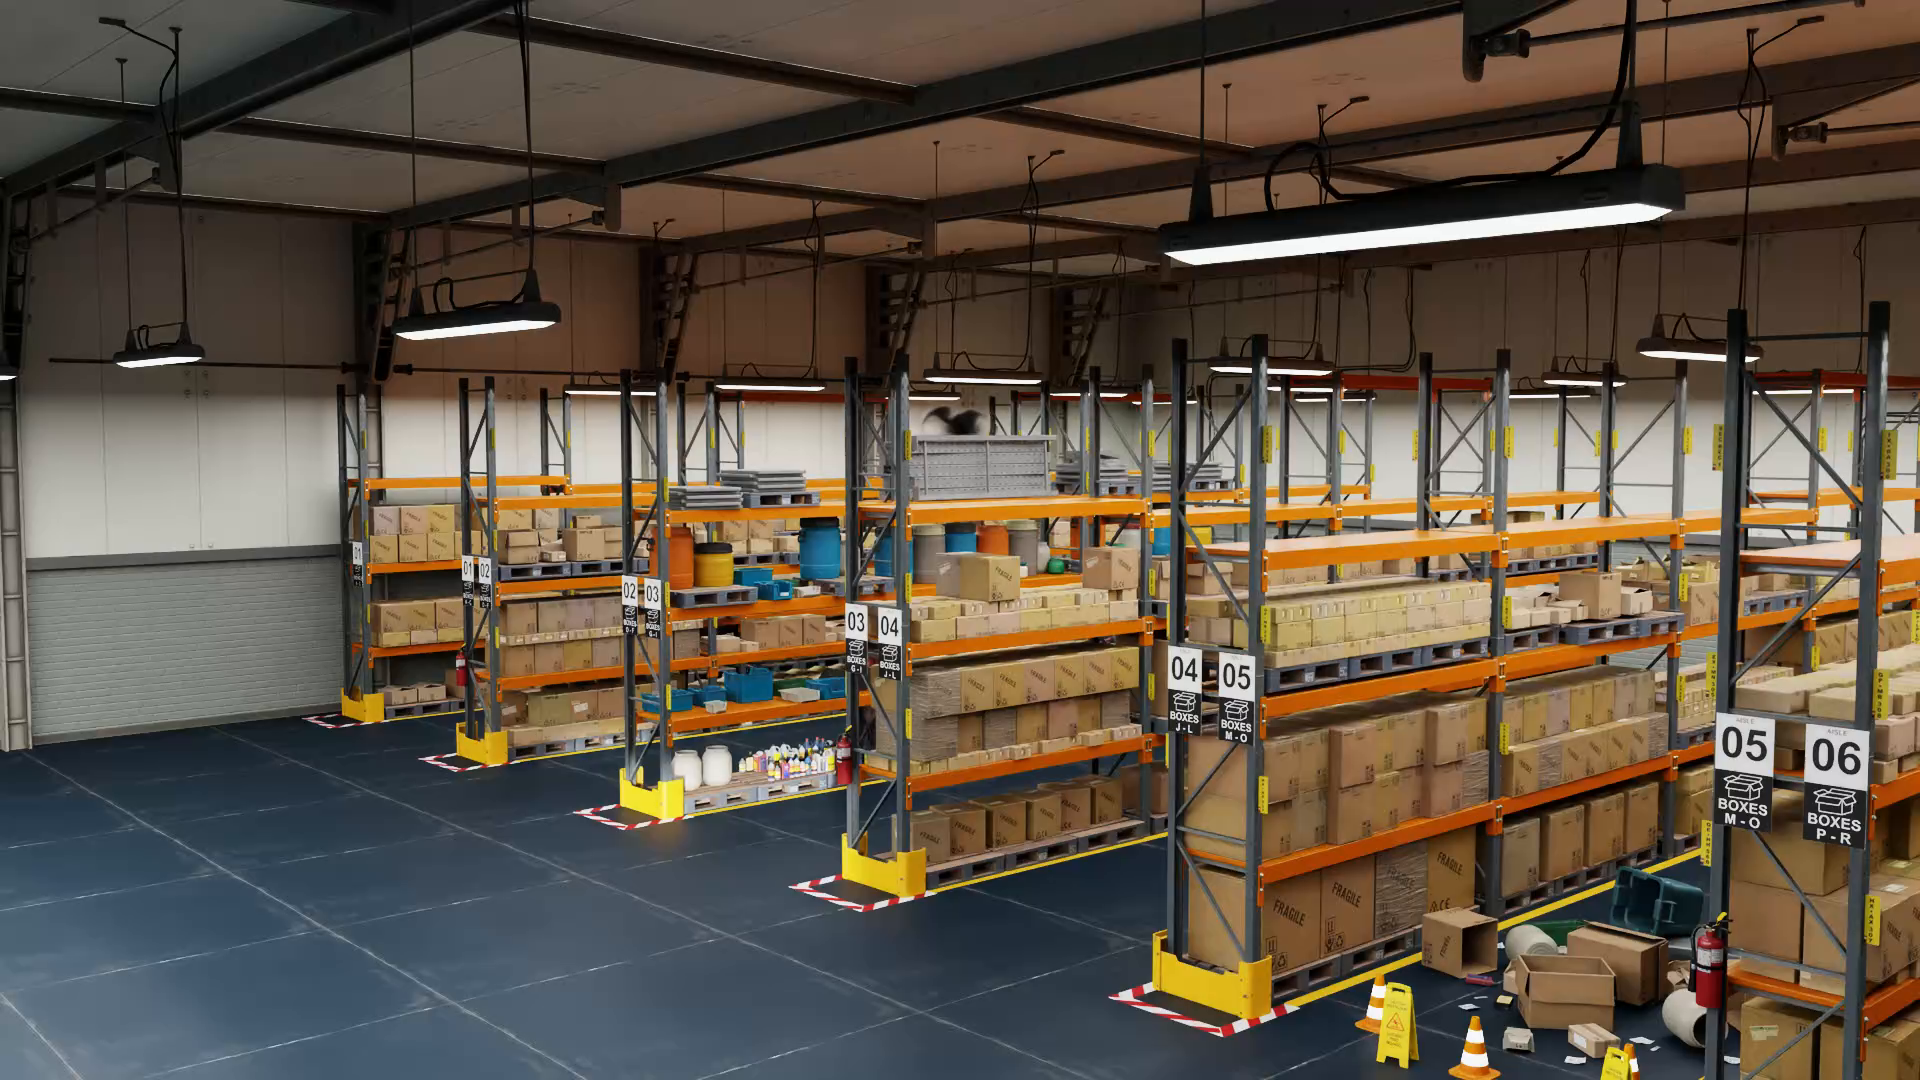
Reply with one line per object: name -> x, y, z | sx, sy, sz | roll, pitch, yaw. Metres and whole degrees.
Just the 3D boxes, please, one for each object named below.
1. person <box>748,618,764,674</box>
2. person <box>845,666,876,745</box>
person -> -3.925, 2.271, 31.941 | 0.507, 1.560, 0.701 | 3, 5, 43
person -> -1.646, 2.580, 27.233 | 0.685, 1.500, 0.859 | 3, 5, 36
